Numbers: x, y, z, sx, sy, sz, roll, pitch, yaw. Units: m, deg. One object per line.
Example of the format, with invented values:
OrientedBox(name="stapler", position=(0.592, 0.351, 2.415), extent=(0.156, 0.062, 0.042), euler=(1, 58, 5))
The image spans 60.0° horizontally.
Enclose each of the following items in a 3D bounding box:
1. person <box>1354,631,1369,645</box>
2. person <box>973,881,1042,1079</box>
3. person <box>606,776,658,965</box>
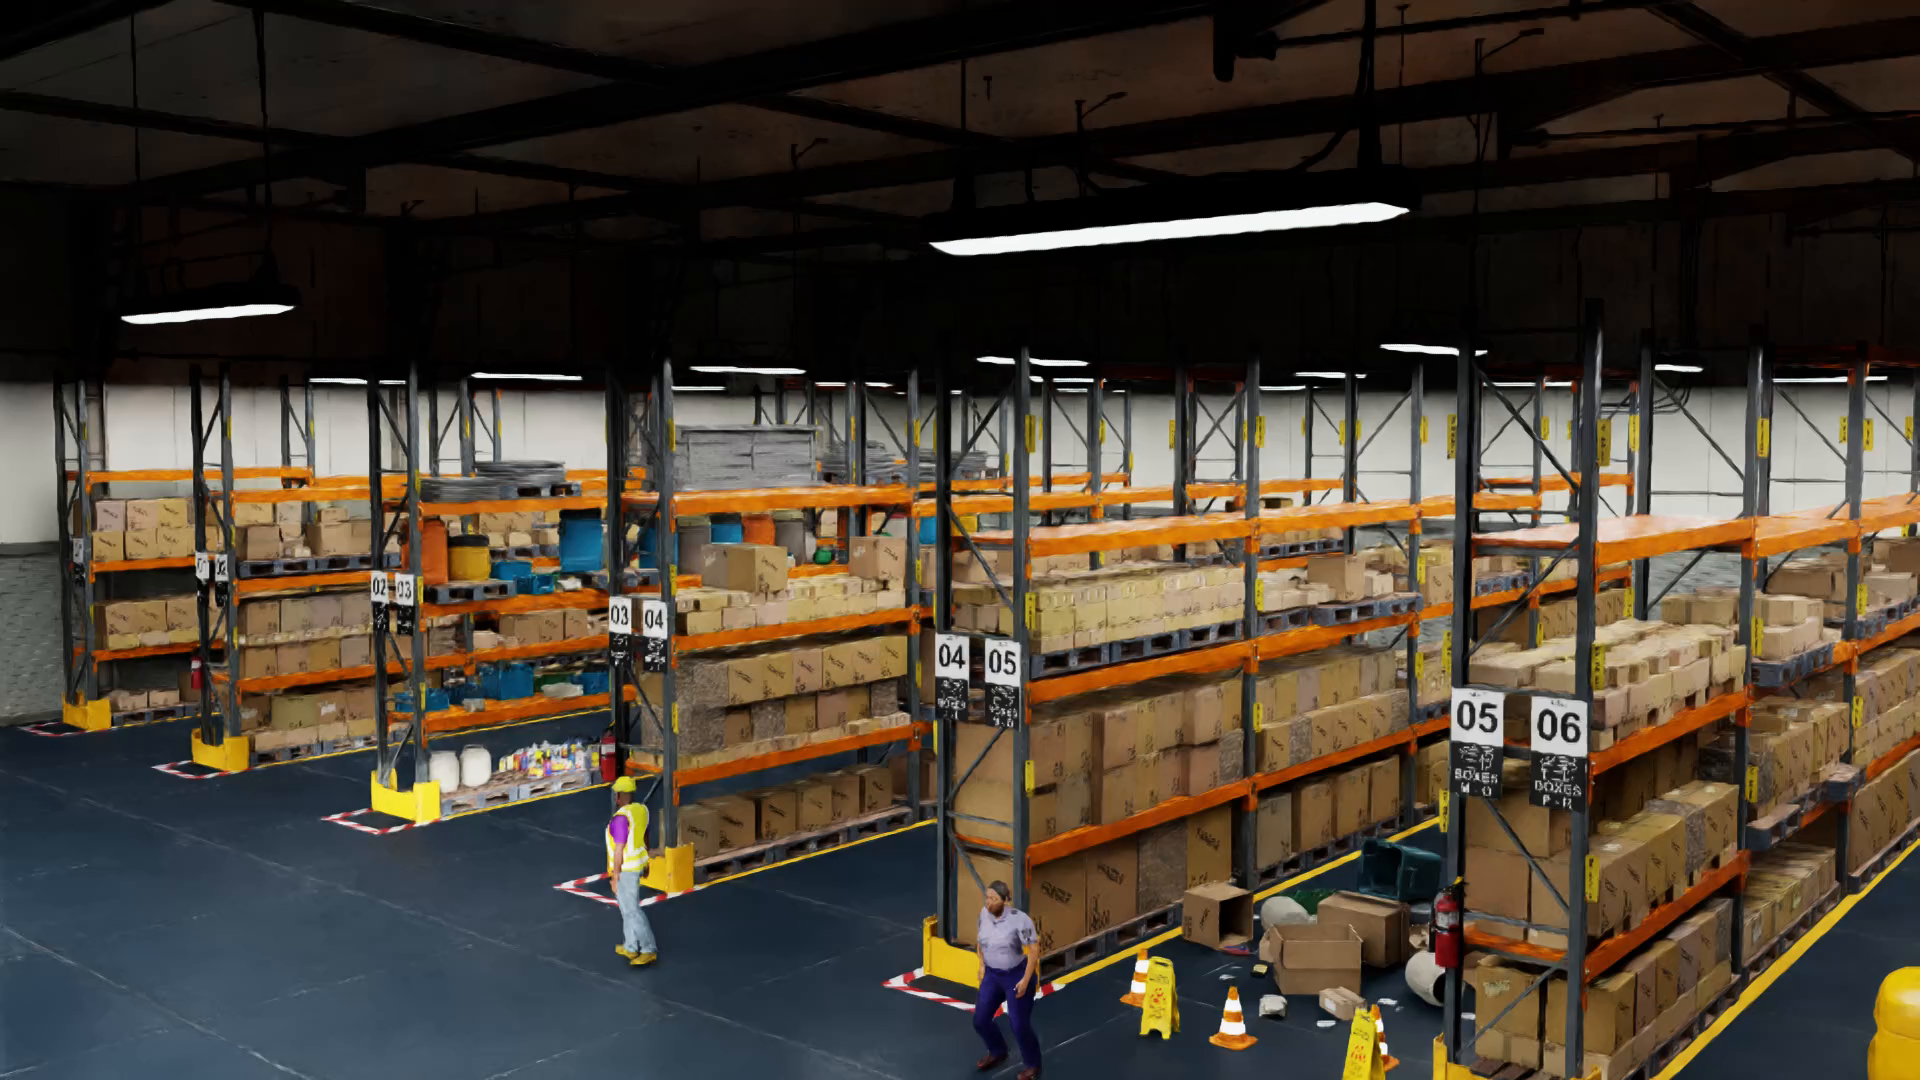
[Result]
OrientedBox(name="person", position=(7.806, 2.053, 32.179), extent=(0.476, 1.590, 0.476), euler=(-1, 4, -11))
OrientedBox(name="person", position=(0.369, 3.433, 13.059), extent=(0.625, 1.596, 0.503), euler=(3, 5, 39))
OrientedBox(name="person", position=(-3.127, 3.145, 15.946), extent=(0.541, 1.760, 0.660), euler=(1, 4, 13))
